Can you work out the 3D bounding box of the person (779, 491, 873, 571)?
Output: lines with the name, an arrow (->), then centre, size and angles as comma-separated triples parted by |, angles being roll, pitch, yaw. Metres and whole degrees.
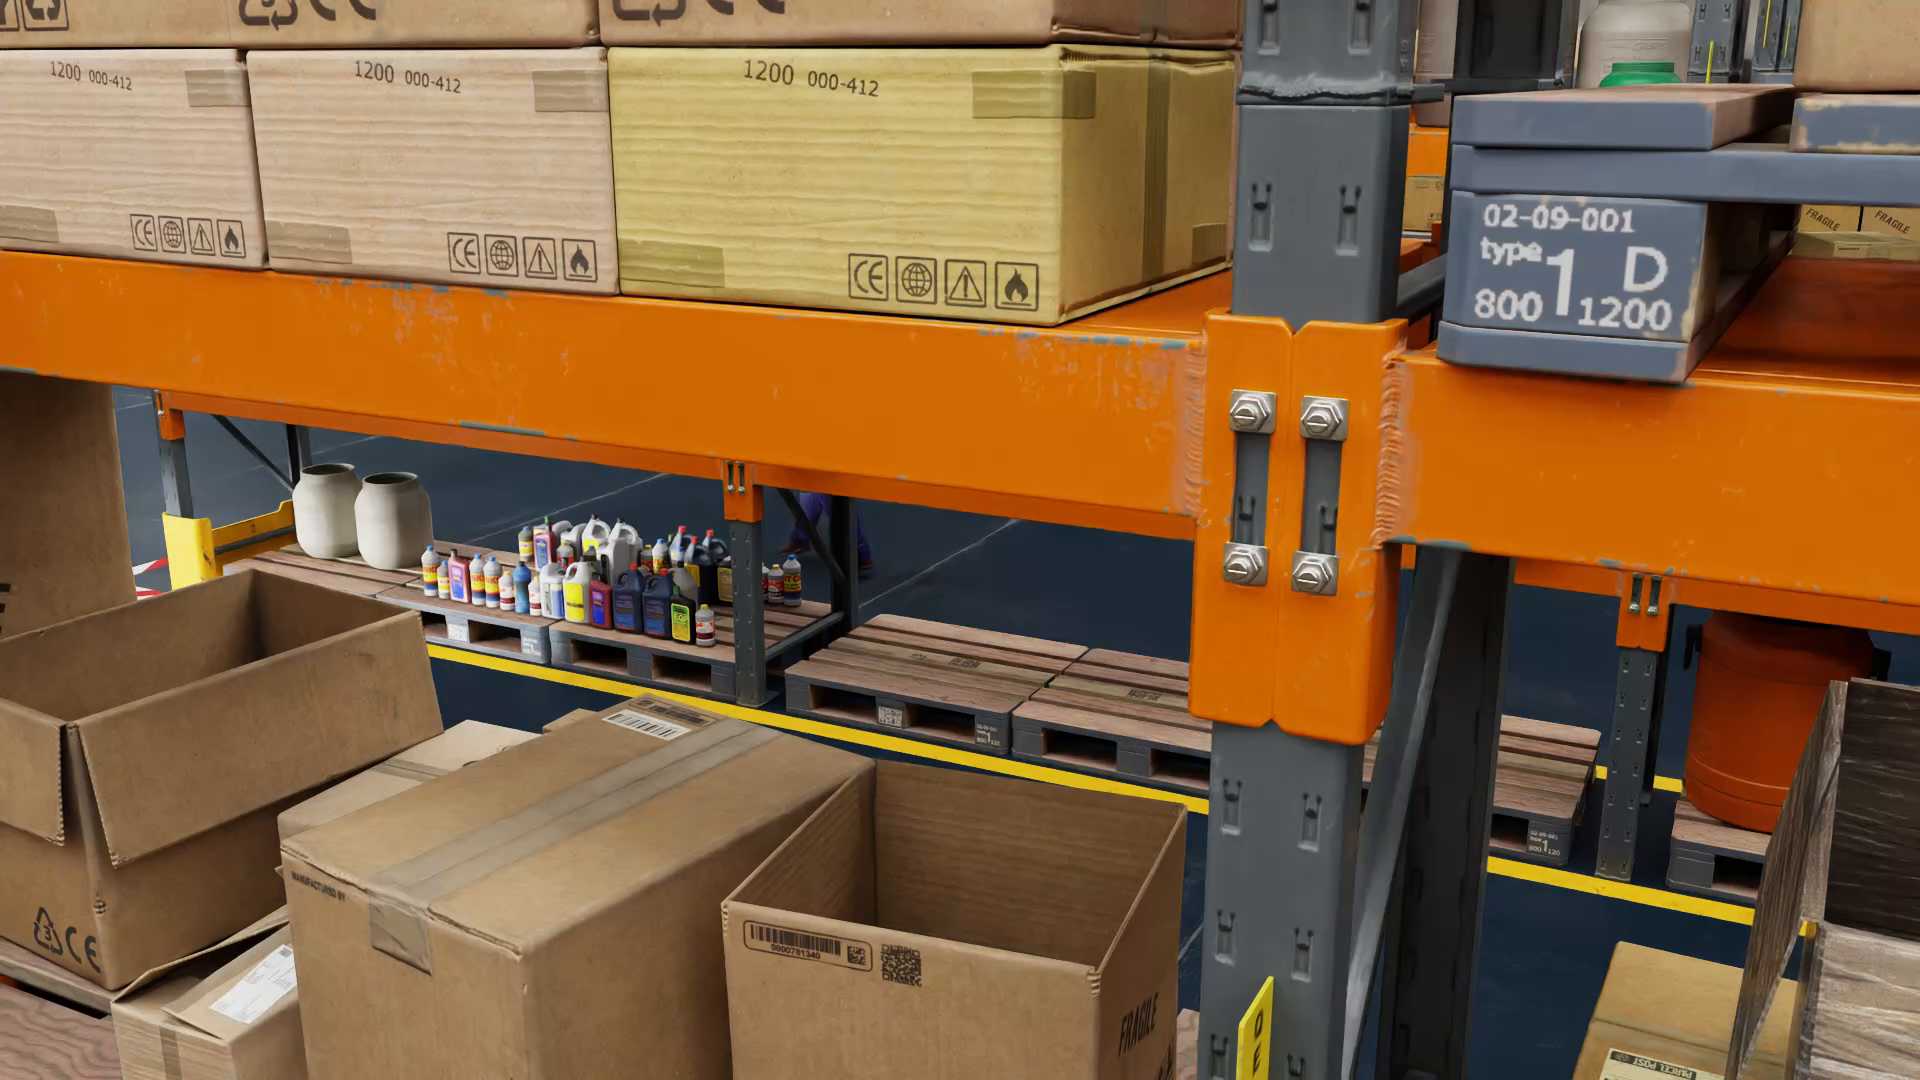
person -> -0.905, -0.604, 10.186 | 0.822, 1.653, 0.516 | 9, 18, 28
